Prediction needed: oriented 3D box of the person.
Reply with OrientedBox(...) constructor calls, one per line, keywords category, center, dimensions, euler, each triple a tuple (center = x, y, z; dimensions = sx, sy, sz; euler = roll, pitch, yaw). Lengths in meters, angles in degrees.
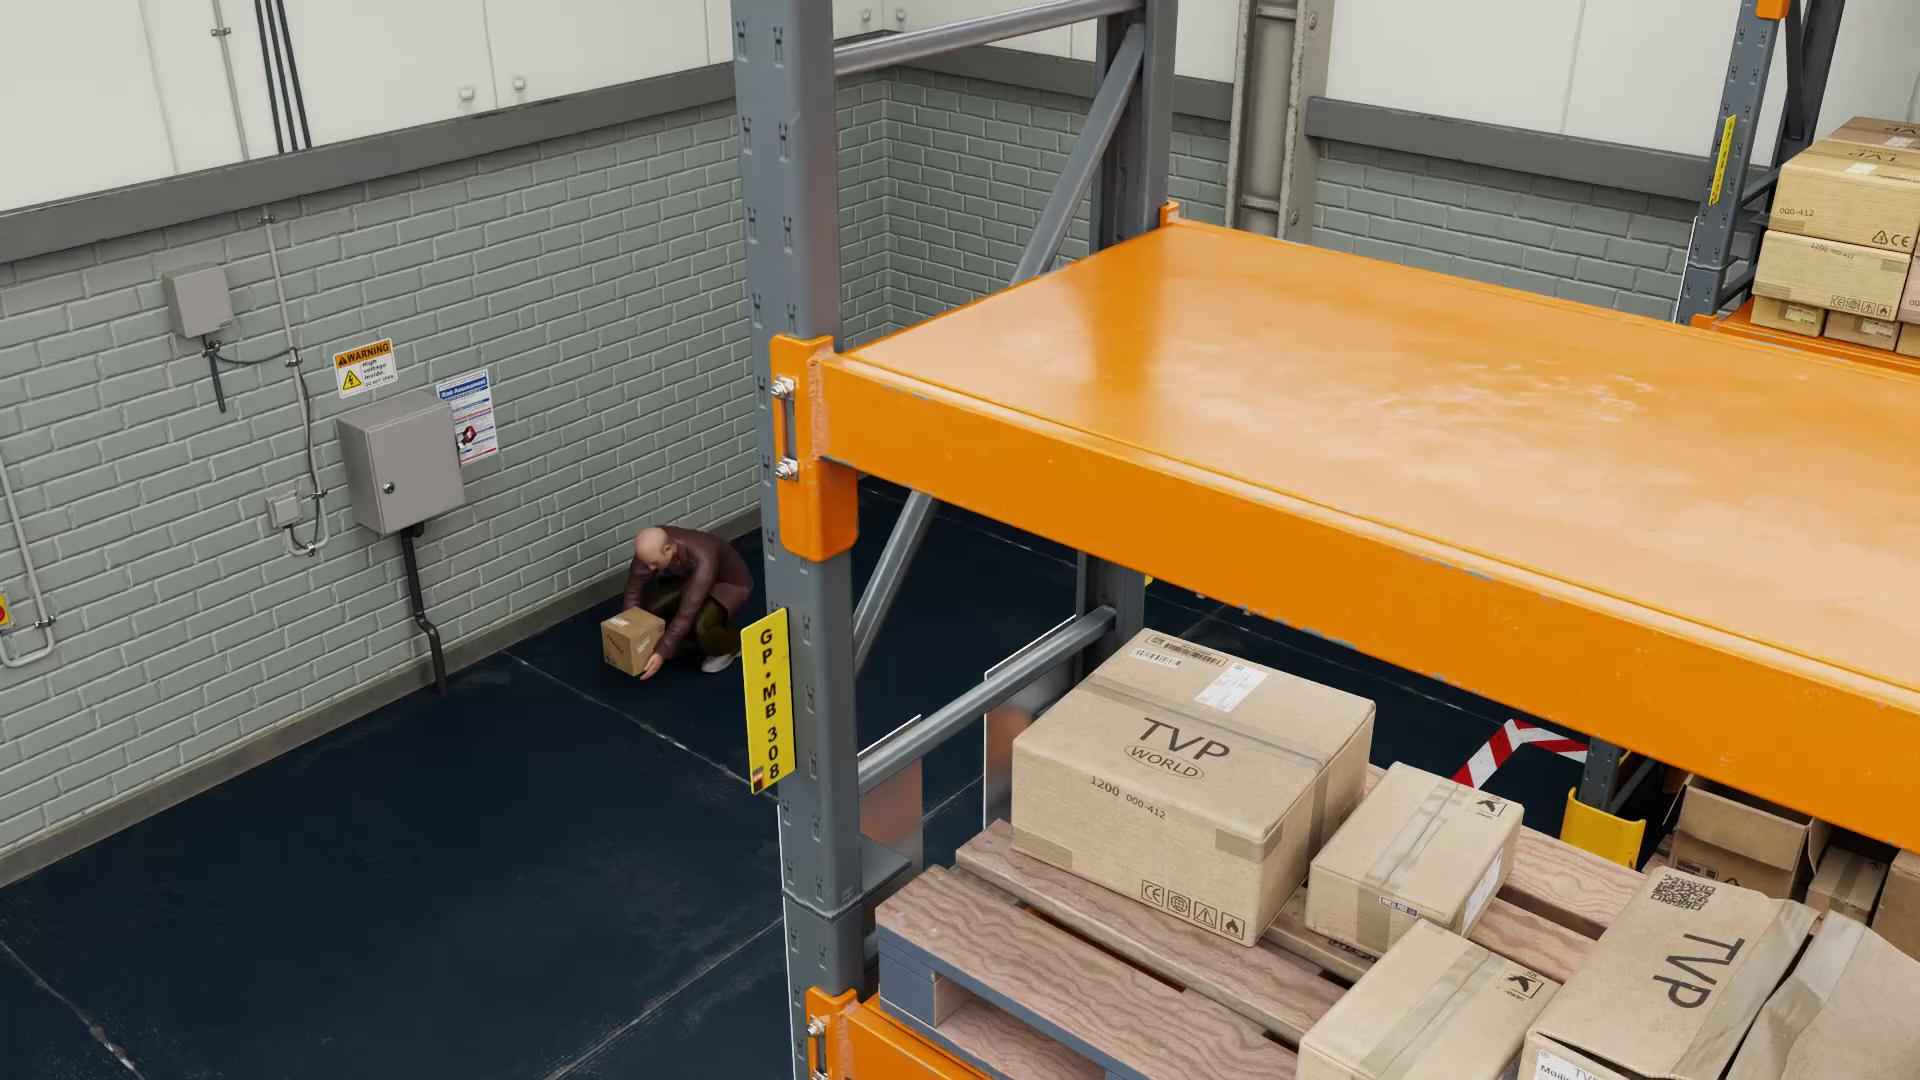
OrientedBox(category="person", center=(-1.573, 0.282, 9.374), dimensions=(0.582, 1.000, 0.933), euler=(20, 33, 34))
